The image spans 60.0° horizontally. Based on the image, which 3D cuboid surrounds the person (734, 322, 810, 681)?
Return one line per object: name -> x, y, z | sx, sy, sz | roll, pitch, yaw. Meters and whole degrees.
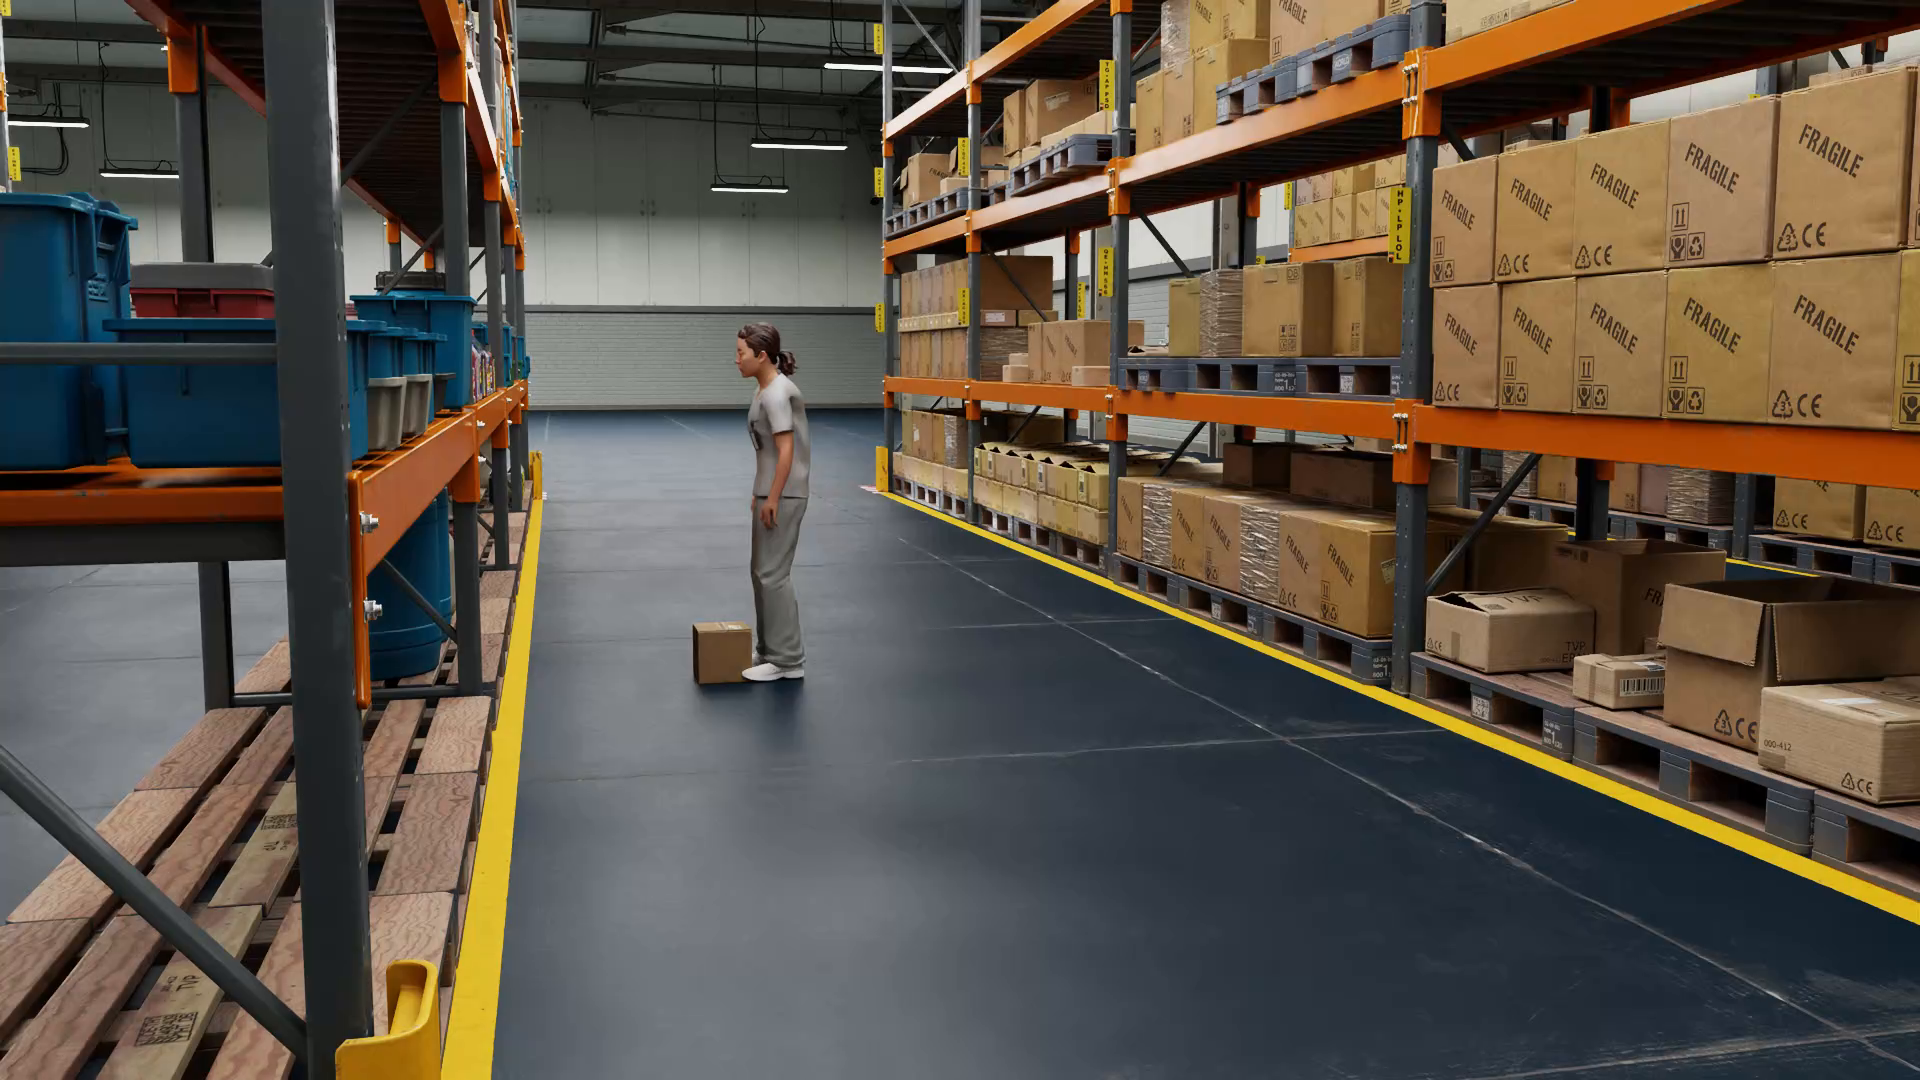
person -> -0.887, -0.185, 7.850 | 0.354, 1.673, 0.490 | -2, 6, -14
